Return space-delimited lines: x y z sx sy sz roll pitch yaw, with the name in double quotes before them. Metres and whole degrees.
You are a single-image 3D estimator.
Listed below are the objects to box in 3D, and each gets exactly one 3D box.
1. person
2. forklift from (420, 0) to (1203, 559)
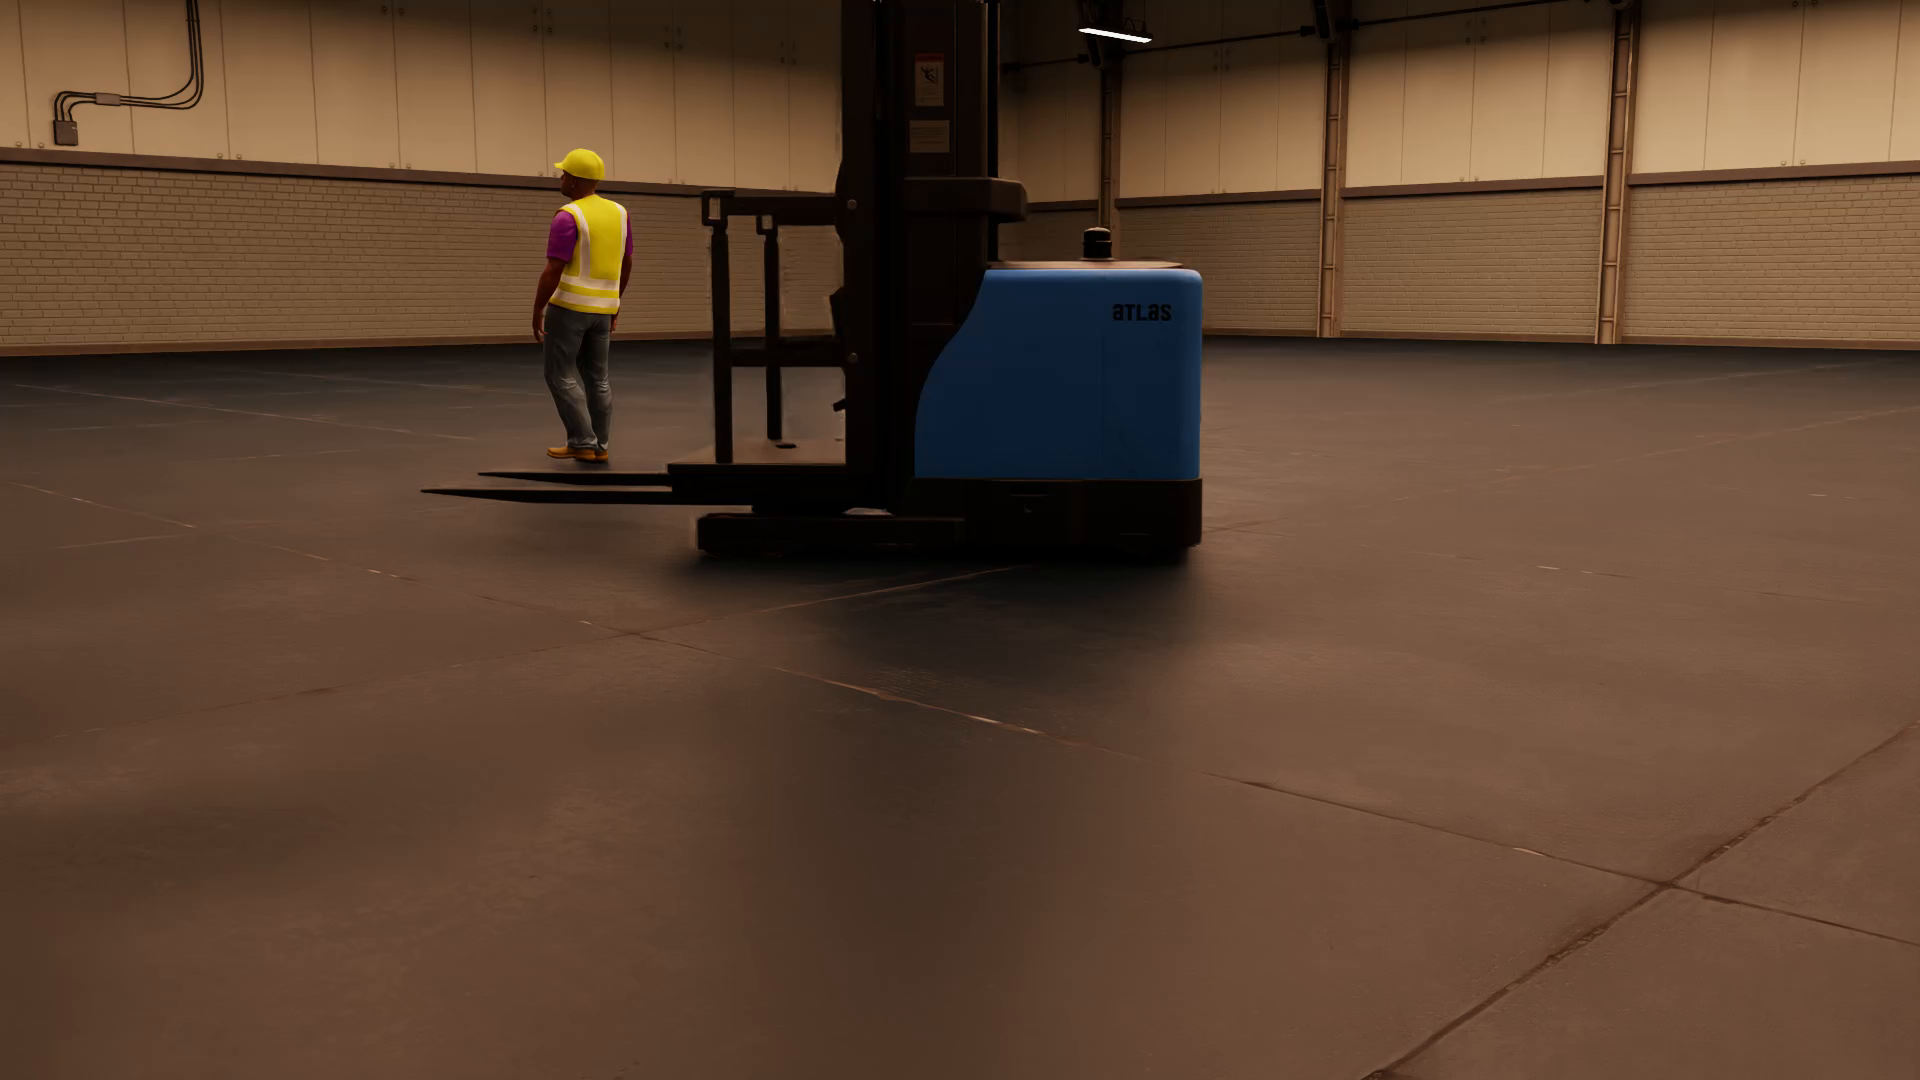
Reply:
"person" -2.188 -1.305 9.413 0.590 1.762 0.666 5 10 31
"forklift" -0.579 -1.454 6.530 3.031 2.935 1.130 1 9 5
